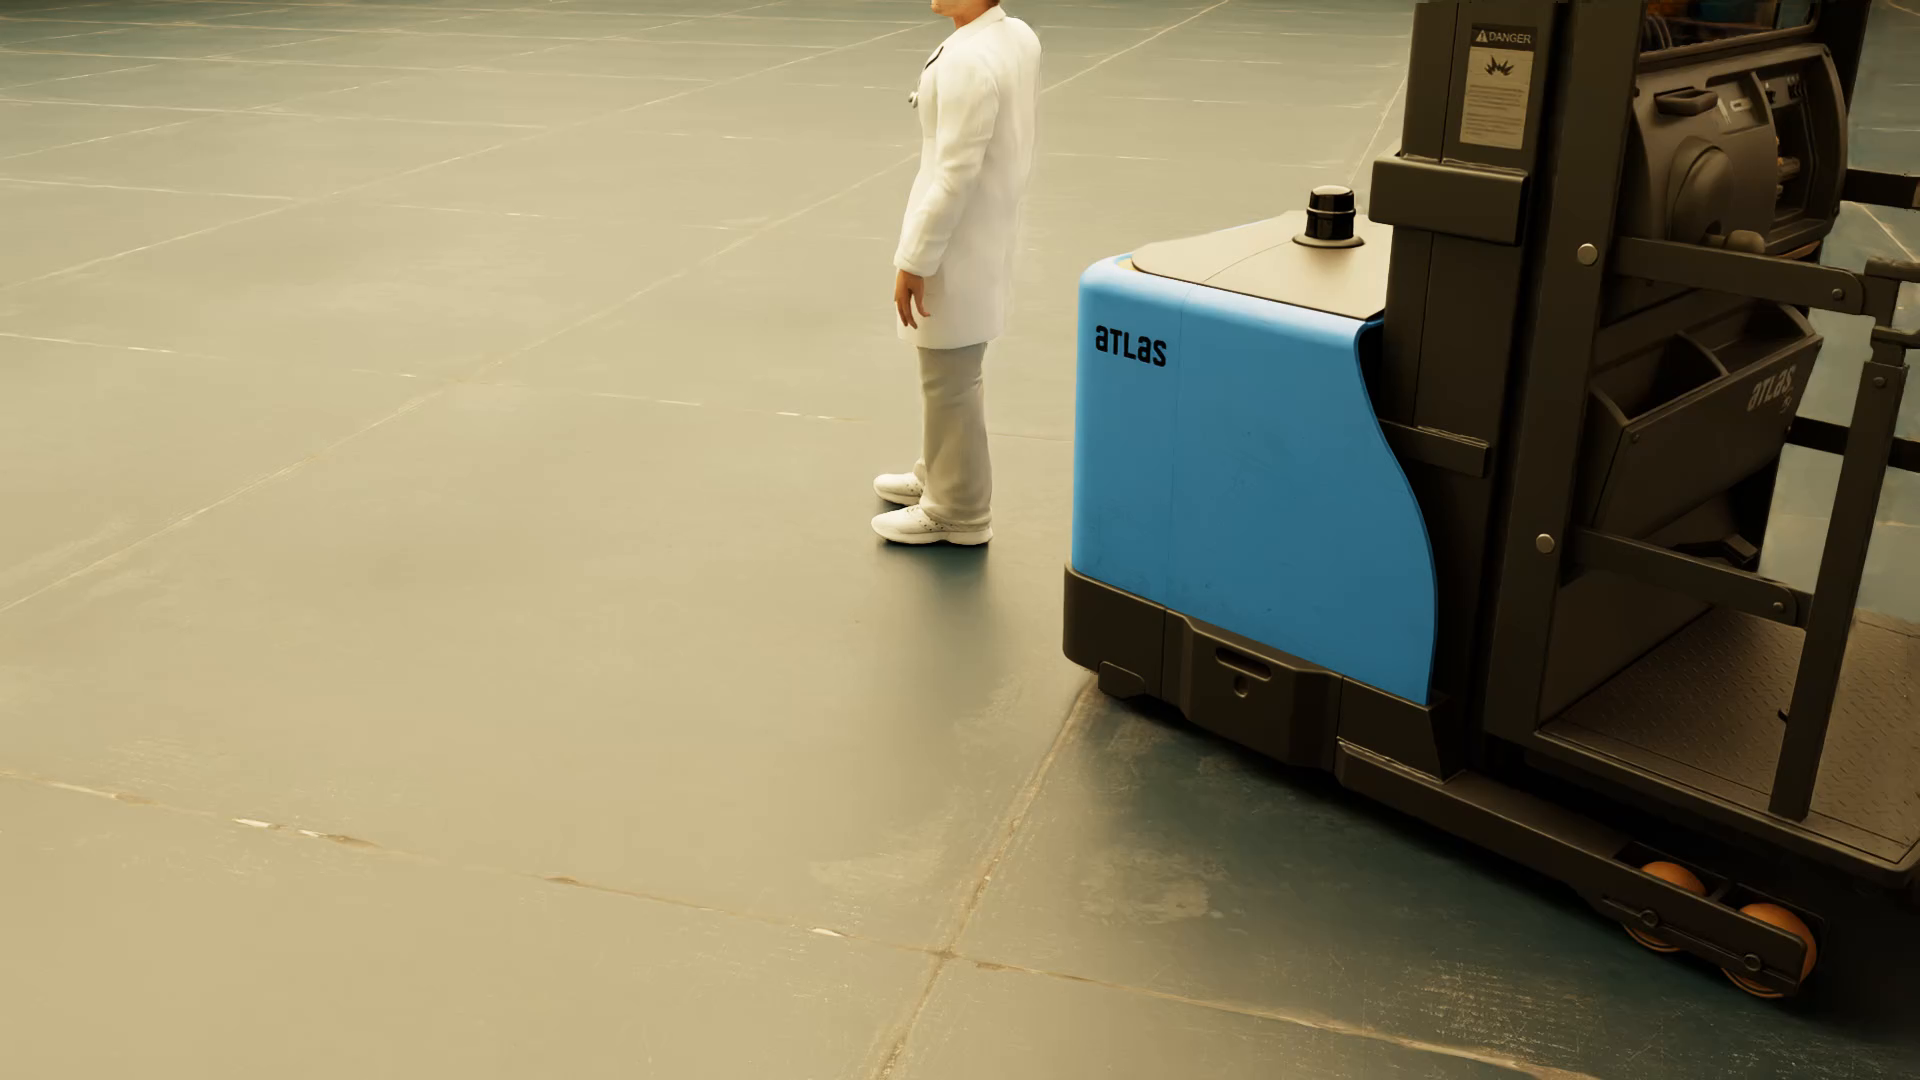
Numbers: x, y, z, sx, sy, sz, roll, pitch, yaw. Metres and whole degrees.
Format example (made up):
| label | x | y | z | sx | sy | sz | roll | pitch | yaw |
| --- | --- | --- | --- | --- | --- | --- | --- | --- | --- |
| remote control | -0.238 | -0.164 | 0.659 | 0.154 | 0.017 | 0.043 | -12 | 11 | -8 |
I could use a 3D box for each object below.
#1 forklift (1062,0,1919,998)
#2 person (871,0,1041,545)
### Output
| label | x | y | z | sx | sy | sz | roll | pitch | yaw |
| --- | --- | --- | --- | --- | --- | --- | --- | --- | --- |
| forklift | 1.652 | -0.733 | 3.056 | 1.130 | 2.935 | 3.031 | -20 | 30 | -40 |
| person | -0.095 | -0.832 | 4.796 | 0.577 | 1.777 | 0.696 | 7 | 23 | 16 |
